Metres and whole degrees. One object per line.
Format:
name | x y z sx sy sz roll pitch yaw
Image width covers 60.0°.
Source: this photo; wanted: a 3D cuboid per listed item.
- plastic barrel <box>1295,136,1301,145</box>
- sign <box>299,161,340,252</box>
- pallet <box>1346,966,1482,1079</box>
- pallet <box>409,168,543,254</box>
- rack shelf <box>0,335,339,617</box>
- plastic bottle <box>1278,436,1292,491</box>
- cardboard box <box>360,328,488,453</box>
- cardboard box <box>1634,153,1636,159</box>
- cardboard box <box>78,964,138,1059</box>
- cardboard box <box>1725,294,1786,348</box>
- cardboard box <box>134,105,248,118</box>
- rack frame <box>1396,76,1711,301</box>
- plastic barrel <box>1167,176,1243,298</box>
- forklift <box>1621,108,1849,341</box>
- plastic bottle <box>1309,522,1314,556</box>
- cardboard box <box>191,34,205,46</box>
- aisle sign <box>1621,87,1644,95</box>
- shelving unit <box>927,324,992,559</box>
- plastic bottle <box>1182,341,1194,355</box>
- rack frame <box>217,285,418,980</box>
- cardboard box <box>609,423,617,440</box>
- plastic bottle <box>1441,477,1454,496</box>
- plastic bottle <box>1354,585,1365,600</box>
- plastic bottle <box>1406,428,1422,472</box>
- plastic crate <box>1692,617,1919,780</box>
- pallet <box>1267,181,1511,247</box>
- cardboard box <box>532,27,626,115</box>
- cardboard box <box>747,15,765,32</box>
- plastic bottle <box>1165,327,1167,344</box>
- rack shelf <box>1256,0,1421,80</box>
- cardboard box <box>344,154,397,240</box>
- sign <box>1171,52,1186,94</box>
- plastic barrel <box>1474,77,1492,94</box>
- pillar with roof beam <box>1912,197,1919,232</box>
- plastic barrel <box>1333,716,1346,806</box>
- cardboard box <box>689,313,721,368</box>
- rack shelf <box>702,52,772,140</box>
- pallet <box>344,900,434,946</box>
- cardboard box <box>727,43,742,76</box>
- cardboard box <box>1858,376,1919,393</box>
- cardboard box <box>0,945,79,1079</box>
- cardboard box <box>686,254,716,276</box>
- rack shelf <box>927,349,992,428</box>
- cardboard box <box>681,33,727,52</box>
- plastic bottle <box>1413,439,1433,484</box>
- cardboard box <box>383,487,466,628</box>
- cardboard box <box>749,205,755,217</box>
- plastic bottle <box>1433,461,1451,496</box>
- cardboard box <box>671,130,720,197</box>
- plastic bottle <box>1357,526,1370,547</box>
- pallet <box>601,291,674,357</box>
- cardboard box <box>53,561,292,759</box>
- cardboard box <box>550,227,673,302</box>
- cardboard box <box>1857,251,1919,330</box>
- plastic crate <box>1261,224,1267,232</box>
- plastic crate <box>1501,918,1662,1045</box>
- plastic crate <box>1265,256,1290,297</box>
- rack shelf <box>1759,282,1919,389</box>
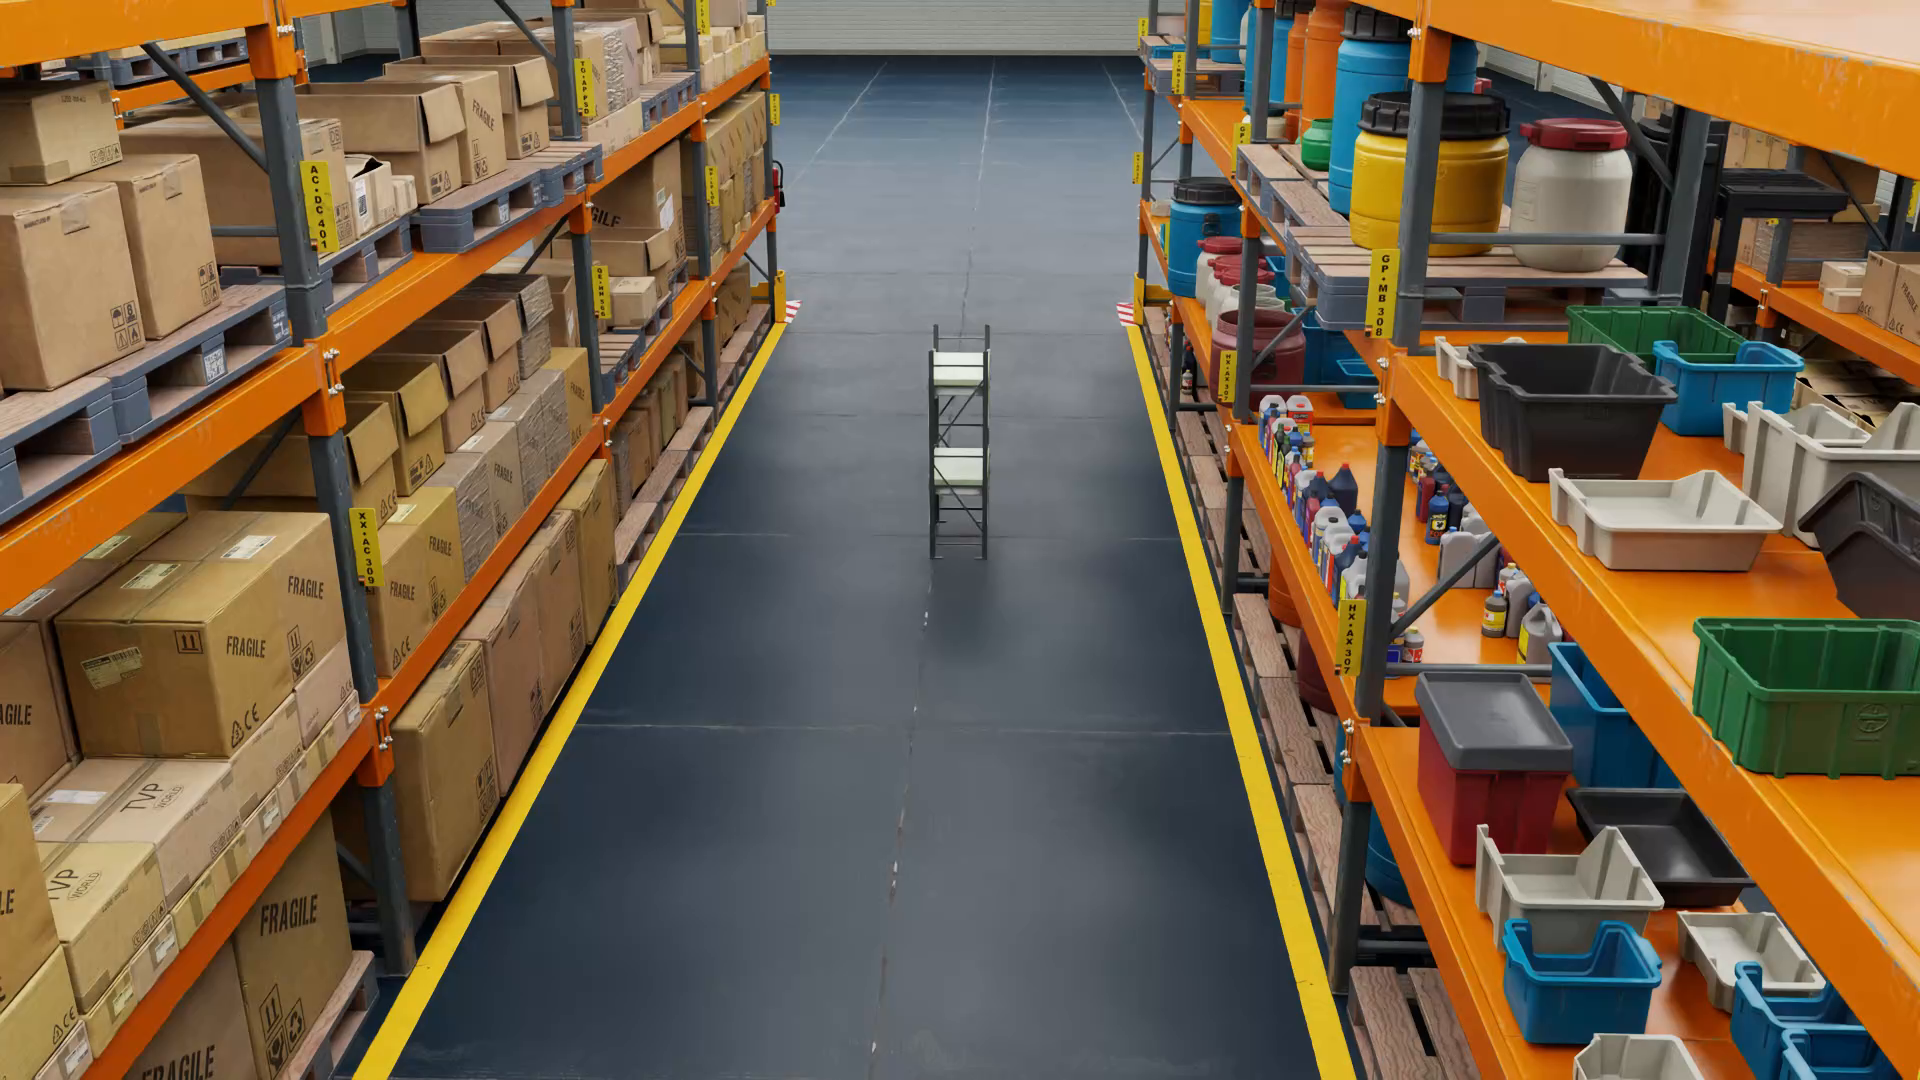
plastic barrel | 2.156 -2.343 9.989 0.294 0.245 0.294 0 21 0
sign | -2.318 -1.206 6.020 0.100 0.325 0.005 1 21 2
pallet | 2.094 2.085 6.363 1.003 0.211 1.213 1 21 2
pallet | -2.749 -1.654 8.260 1.003 0.211 1.213 2 21 4
rack shelf | -2.934 0.125 4.409 1.077 0.370 4.000 1 21 2
plastic bottle | 1.792 -0.421 9.129 0.061 0.283 0.133 1 21 2
cardboard box | -2.826 -0.754 8.300 0.797 0.503 0.637 1 21 3
cardboard box | 7.166 -3.973 17.088 0.380 0.149 0.250 0 21 1
cardboard box | -2.609 1.347 4.758 0.380 0.149 0.250 0 21 0
cardboard box | 7.094 -1.932 15.045 0.500 0.500 0.500 1 21 2
cardboard box | -7.590 -4.004 16.502 0.875 0.550 0.550 1 21 2
rack frame | 2.078 -2.278 5.459 1.000 3.000 0.127 1 21 2
plastic barrel | 2.006 -2.471 13.557 0.600 0.901 0.708 1 21 2
forklift | 5.542 -1.554 11.982 3.031 2.935 1.130 3 21 7
plastic bottle | 1.780 -0.024 8.218 0.097 0.201 0.097 0 21 0
cardboard box | -7.197 -4.631 15.300 0.380 0.149 0.250 1 21 2
aisle sign | 7.089 -5.003 17.182 0.394 0.787 0.004 1 21 2
shelving unit | 0.000 -0.702 11.764 0.431 1.500 0.755 1 21 2
plastic bottle | 2.058 -1.649 15.186 0.144 0.351 0.185 0 21 -1
rack frame | -2.873 0.465 6.685 1.000 3.000 0.127 1 21 2
cardboard box | -2.755 -0.806 11.769 0.500 0.250 0.500 3 21 8
plastic bottle | 2.508 -0.194 8.544 0.061 0.283 0.133 1 21 2
plastic bottle | 1.728 0.343 7.159 0.061 0.283 0.133 1 21 2
plastic bottle | 2.579 -0.521 9.403 0.097 0.271 0.097 0 21 0
plastic crate | 1.700 0.306 3.240 0.450 0.188 0.336 1 21 2
pallet | 2.035 -1.486 7.826 1.003 0.211 1.213 1 21 2
cardboard box | -2.461 -3.010 10.664 0.500 0.500 0.500 1 21 2
cardboard box | -2.205 -5.285 17.012 0.380 0.149 0.250 1 21 2
plastic bottle | 2.073 -2.031 16.376 0.097 0.201 0.097 0 21 0
rack shelf | 2.138 -2.479 7.525 1.077 0.370 4.000 1 21 2
cardboard box | -2.750 -1.484 7.102 0.500 0.311 0.500 0 21 0
sign | 1.771 -3.786 13.481 0.100 0.325 0.005 1 21 2
plastic barrel | 2.296 -1.942 7.972 0.433 0.535 0.433 0 21 0
pillar with roof beam | 9.068 -8.462 21.397 9.100 9.000 0.400 1 21 2
plastic barrel | 2.133 0.849 8.014 0.600 0.901 0.708 1 21 2
cardboard box | -2.568 -1.810 15.421 0.500 0.500 0.500 8 22 19
rack shelf | -2.569 -4.214 15.591 1.077 0.370 4.000 1 21 2
pallet | -2.925 1.485 7.911 1.003 0.211 1.213 1 21 2
cardboard box | -2.315 -4.478 15.484 0.500 0.250 0.500 0 21 1
cardboard box | 7.537 -1.155 13.305 0.500 0.311 0.500 1 21 3
cardboard box | -2.682 1.302 4.323 0.500 0.250 0.500 0 21 0
cardboard box | -2.323 -2.385 14.377 0.380 0.149 0.250 1 21 2
rack shelf | 0.000 -1.065 11.623 0.431 0.370 0.720 1 21 2
cardboard box | -2.283 -4.436 14.824 0.380 0.149 0.250 0 21 1
plastic bottle | 2.573 -0.451 9.221 0.097 0.271 0.097 0 21 0
cardboard box | -2.595 0.073 7.557 0.500 0.500 0.500 1 21 2
cardboard box | -2.298 -3.380 16.941 0.380 0.149 0.250 1 21 2
plastic bottle | 2.532 -0.283 8.680 0.144 0.351 0.185 1 21 2
cardboard box | -2.362 -3.239 14.299 0.500 0.500 0.500 1 21 2
plastic bottle | 1.922 0.065 7.894 0.097 0.271 0.097 0 21 0
pallet | -2.732 -1.608 12.293 1.003 0.211 1.213 1 21 2
cardboard box | -2.639 0.396 5.620 0.500 0.500 0.500 1 21 2
cardboard box | -2.590 -2.044 12.427 0.797 0.503 0.637 3 21 7
cardboard box | 7.216 -1.896 12.631 0.500 0.500 0.500 2 21 6
plastic crate | 2.644 -2.762 15.295 0.450 0.188 0.662 1 21 2
plastic crate | 1.762 1.270 4.758 0.416 0.233 0.300 1 21 2
plastic crate | 2.598 -1.964 12.965 0.392 0.384 0.575 1 21 2
rack shelf | 7.211 -1.259 12.122 1.077 0.370 4.000 1 21 2
